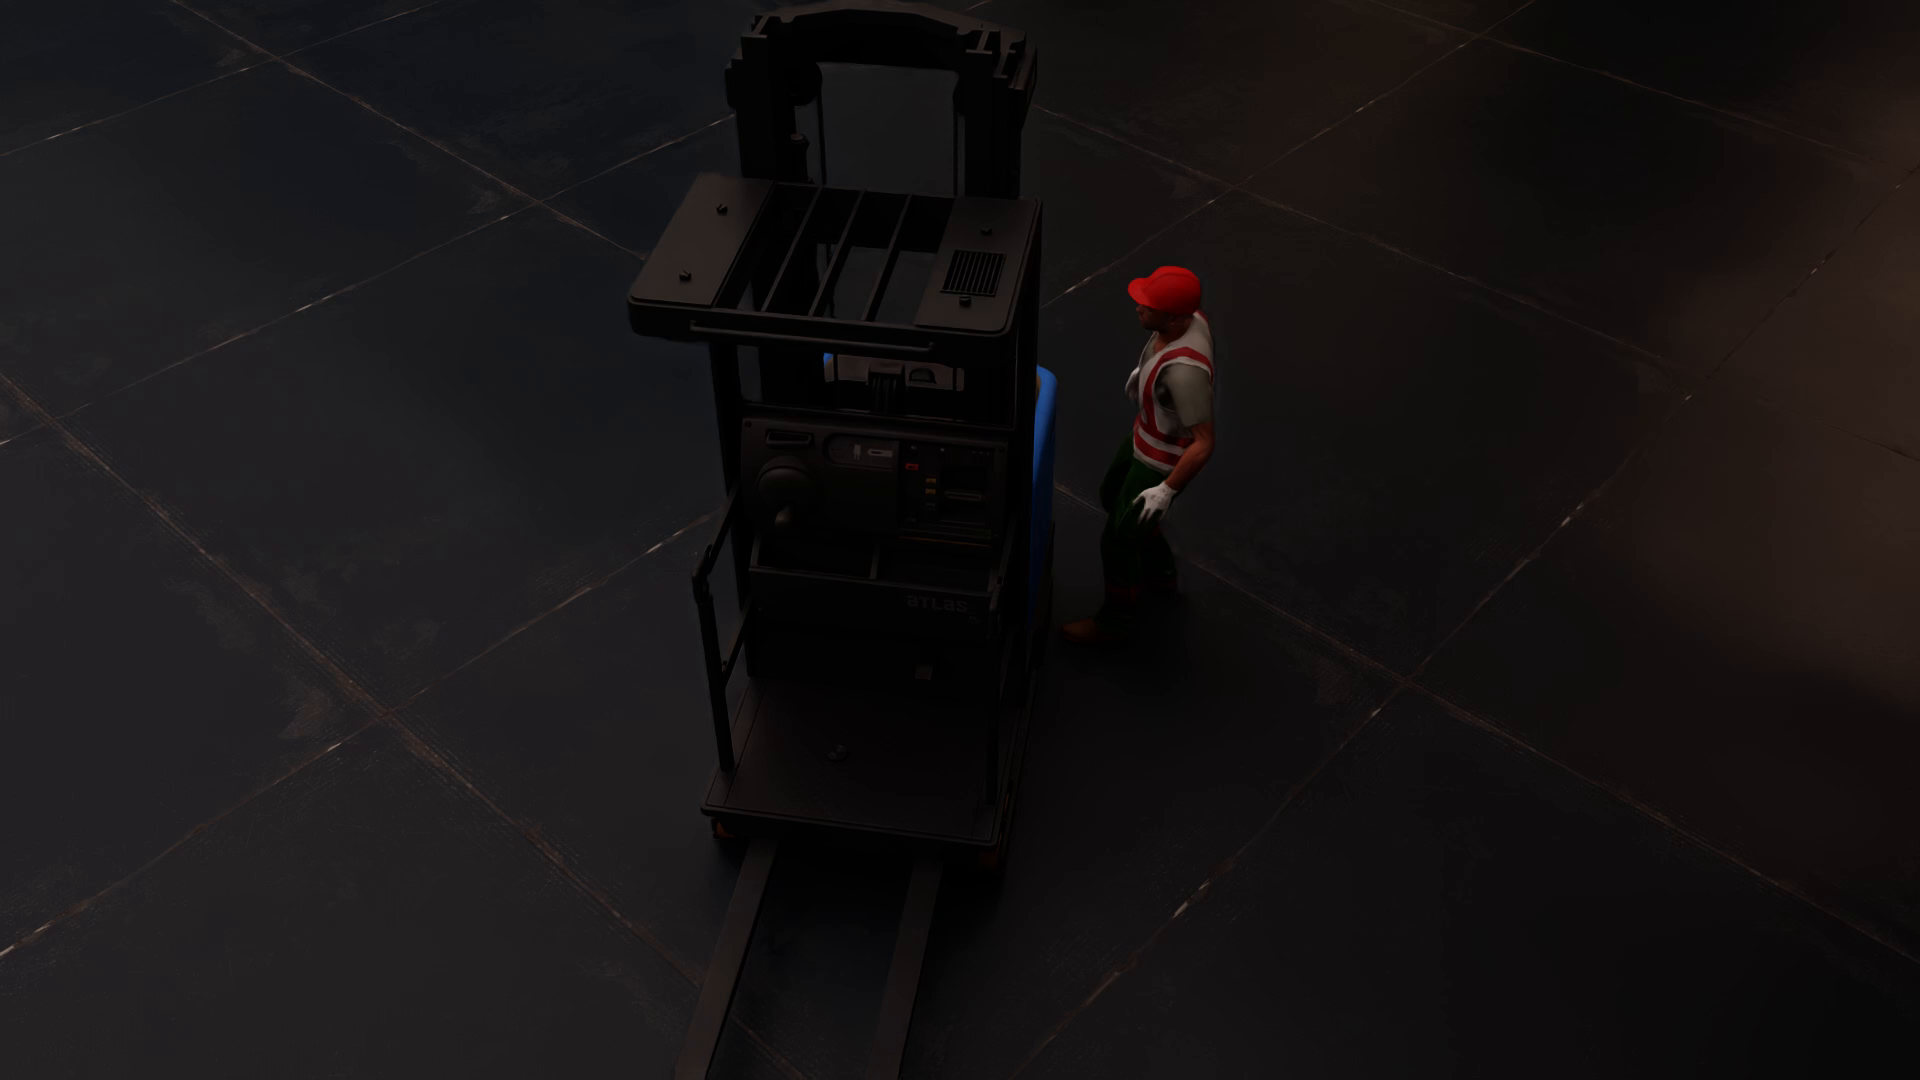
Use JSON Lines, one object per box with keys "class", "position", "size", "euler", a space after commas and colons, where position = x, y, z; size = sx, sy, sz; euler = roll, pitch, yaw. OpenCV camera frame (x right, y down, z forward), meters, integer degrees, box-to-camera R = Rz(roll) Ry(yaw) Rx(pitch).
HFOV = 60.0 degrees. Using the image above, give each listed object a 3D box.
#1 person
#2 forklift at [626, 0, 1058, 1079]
{"class": "person", "position": [0.733, -0.374, 6.811], "size": [0.571, 1.744, 0.927], "euler": [3, 41, 3]}
{"class": "forklift", "position": [-0.331, -0.122, 5.570], "size": [1.130, 2.935, 3.031], "euler": [6, 41, 7]}
